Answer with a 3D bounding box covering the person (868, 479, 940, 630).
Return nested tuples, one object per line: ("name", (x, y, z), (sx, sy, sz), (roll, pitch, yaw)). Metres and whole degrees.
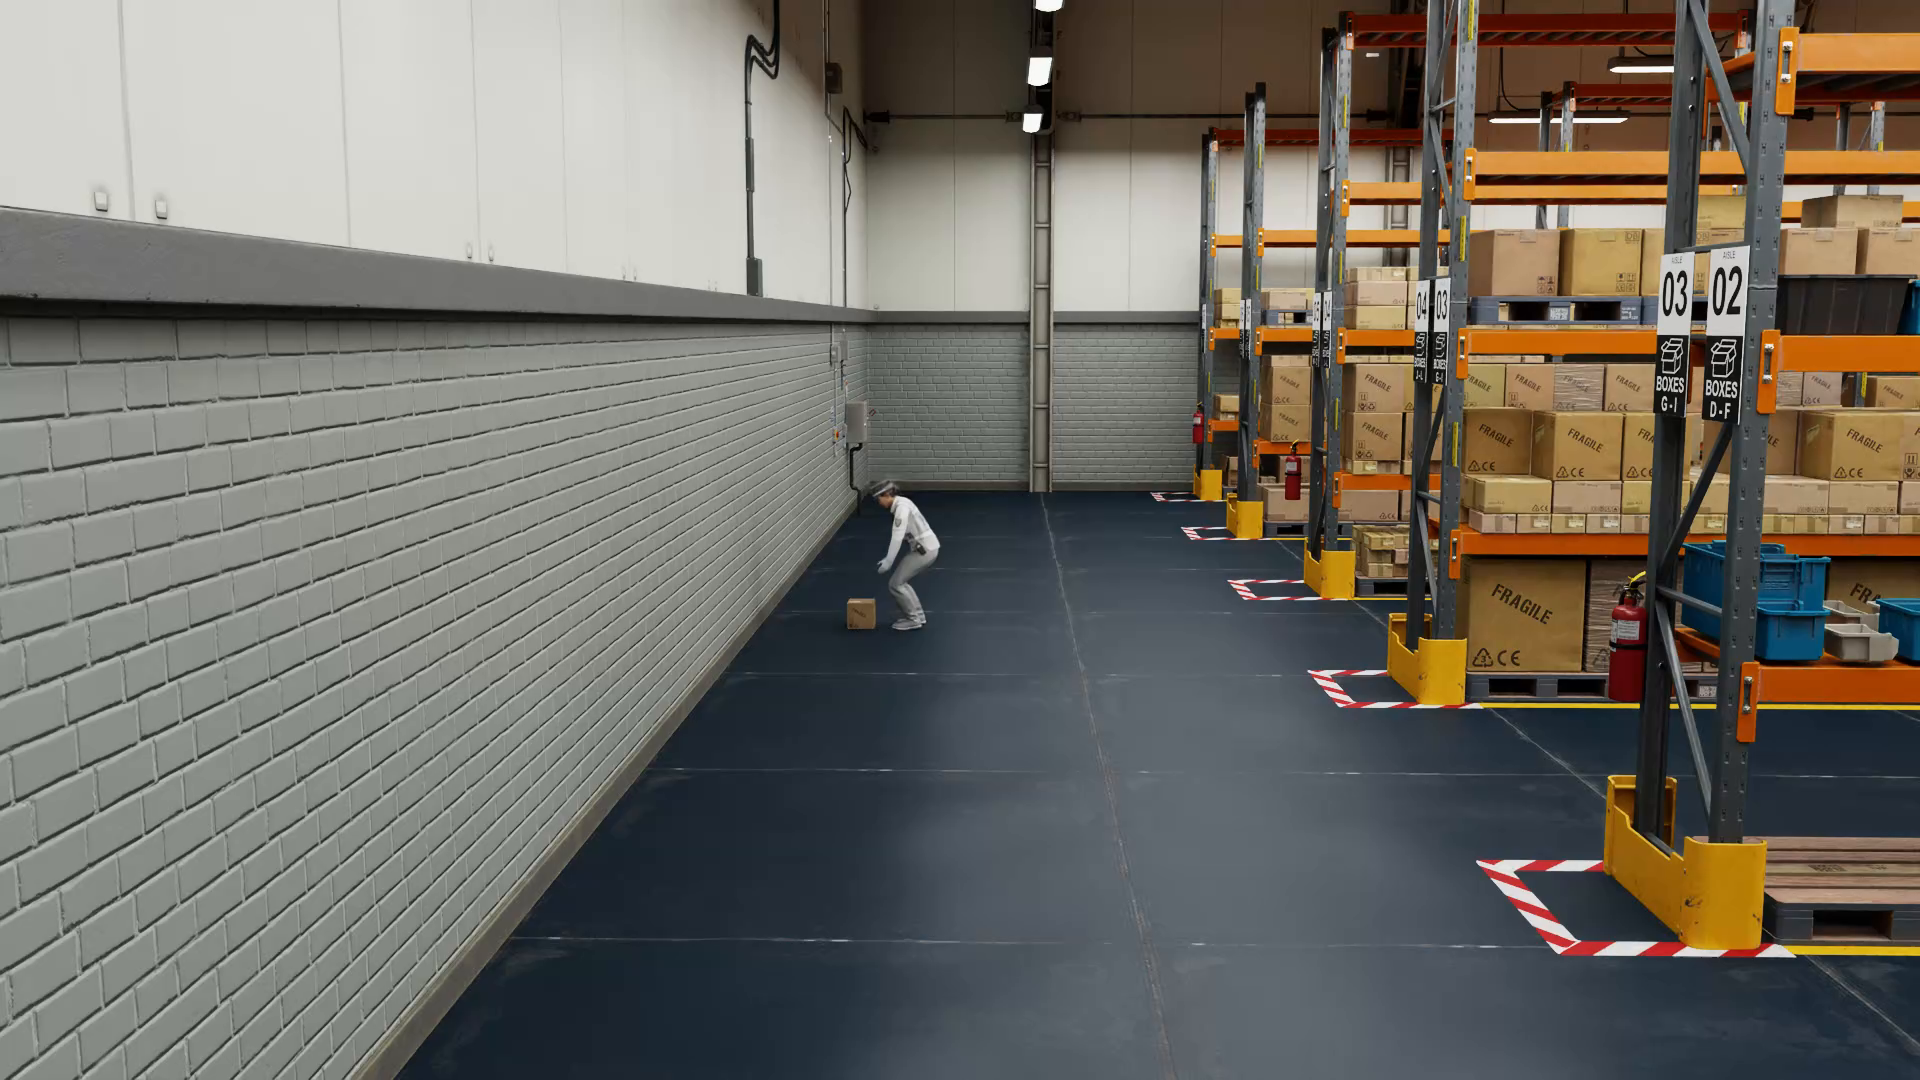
("person", (-0.528, 0.130, 15.725), (0.674, 1.429, 0.534), (0, 7, 2))
